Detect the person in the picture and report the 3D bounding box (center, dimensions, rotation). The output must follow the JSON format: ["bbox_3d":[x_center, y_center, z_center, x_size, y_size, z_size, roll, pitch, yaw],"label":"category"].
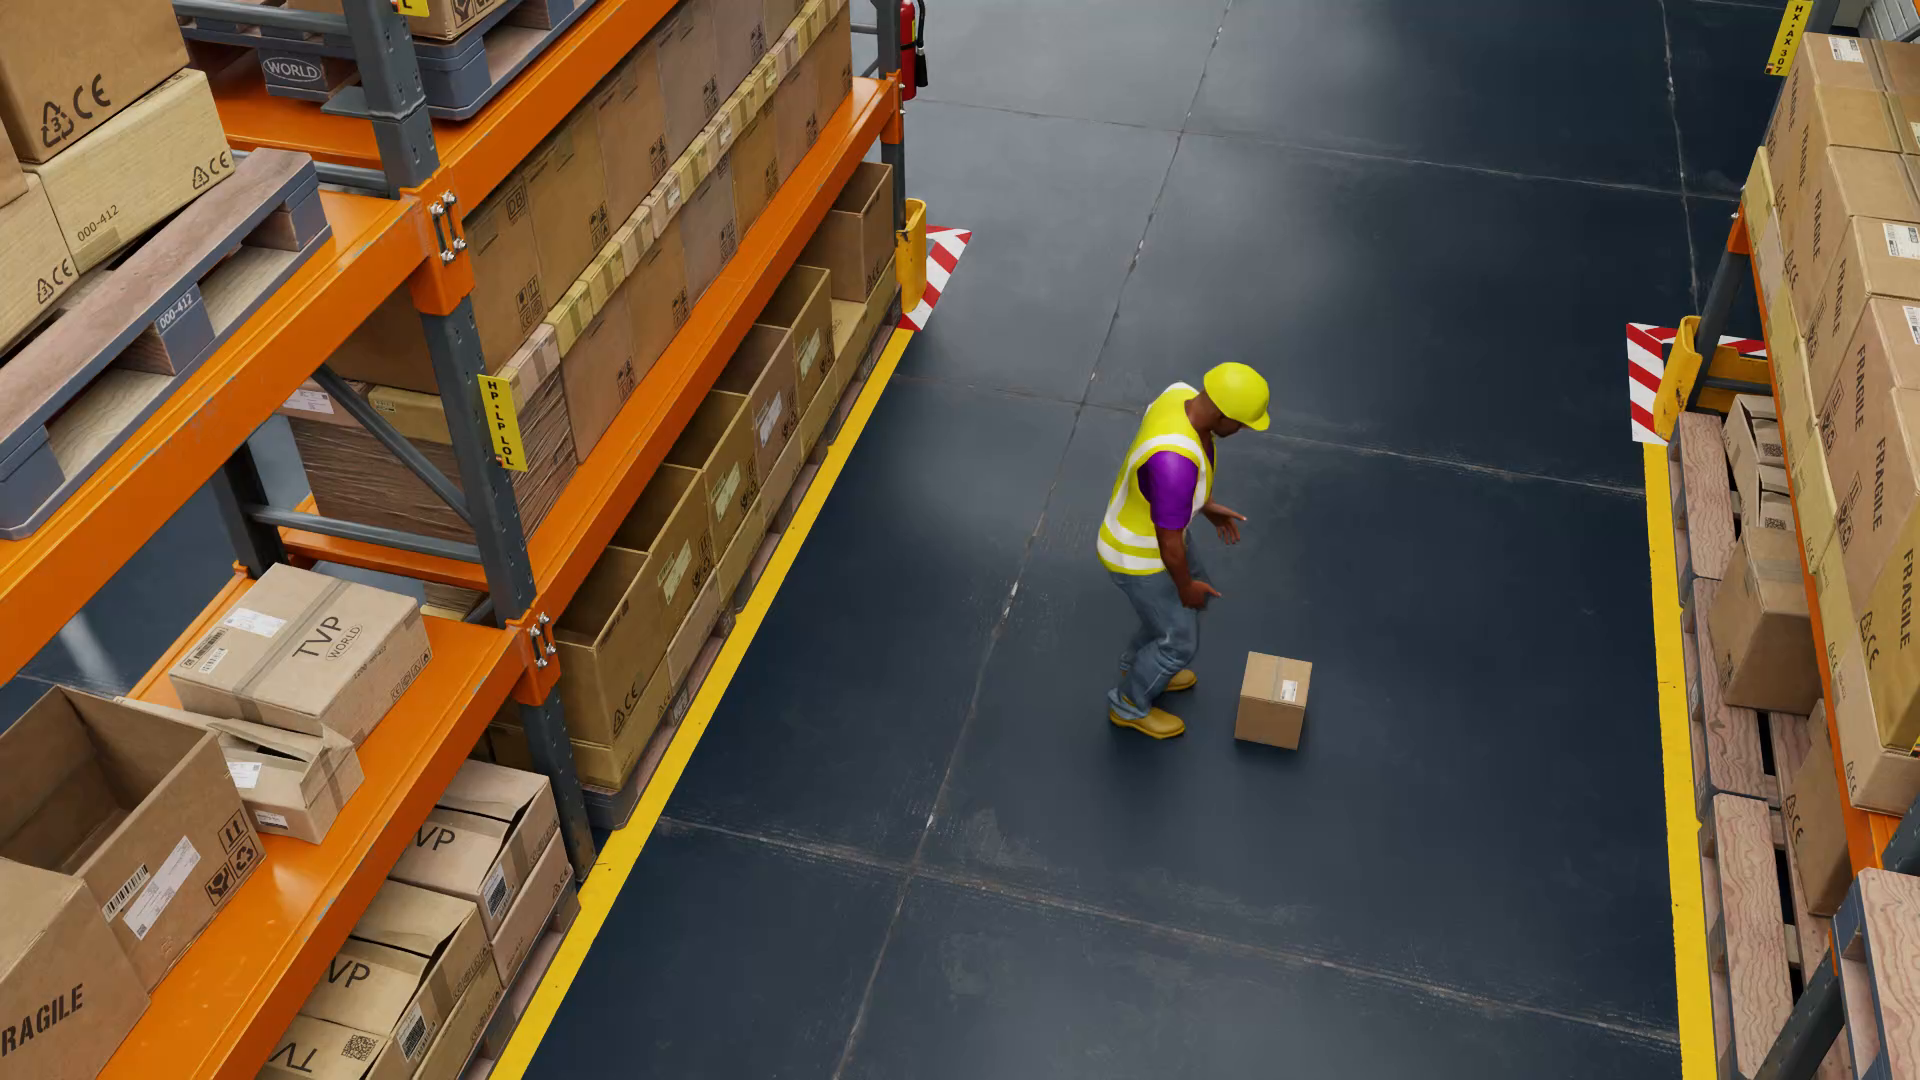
[{"bbox_3d":[0.805,0.008,6.220,0.554,1.651,0.610,11,42,12],"label":"person"}]
